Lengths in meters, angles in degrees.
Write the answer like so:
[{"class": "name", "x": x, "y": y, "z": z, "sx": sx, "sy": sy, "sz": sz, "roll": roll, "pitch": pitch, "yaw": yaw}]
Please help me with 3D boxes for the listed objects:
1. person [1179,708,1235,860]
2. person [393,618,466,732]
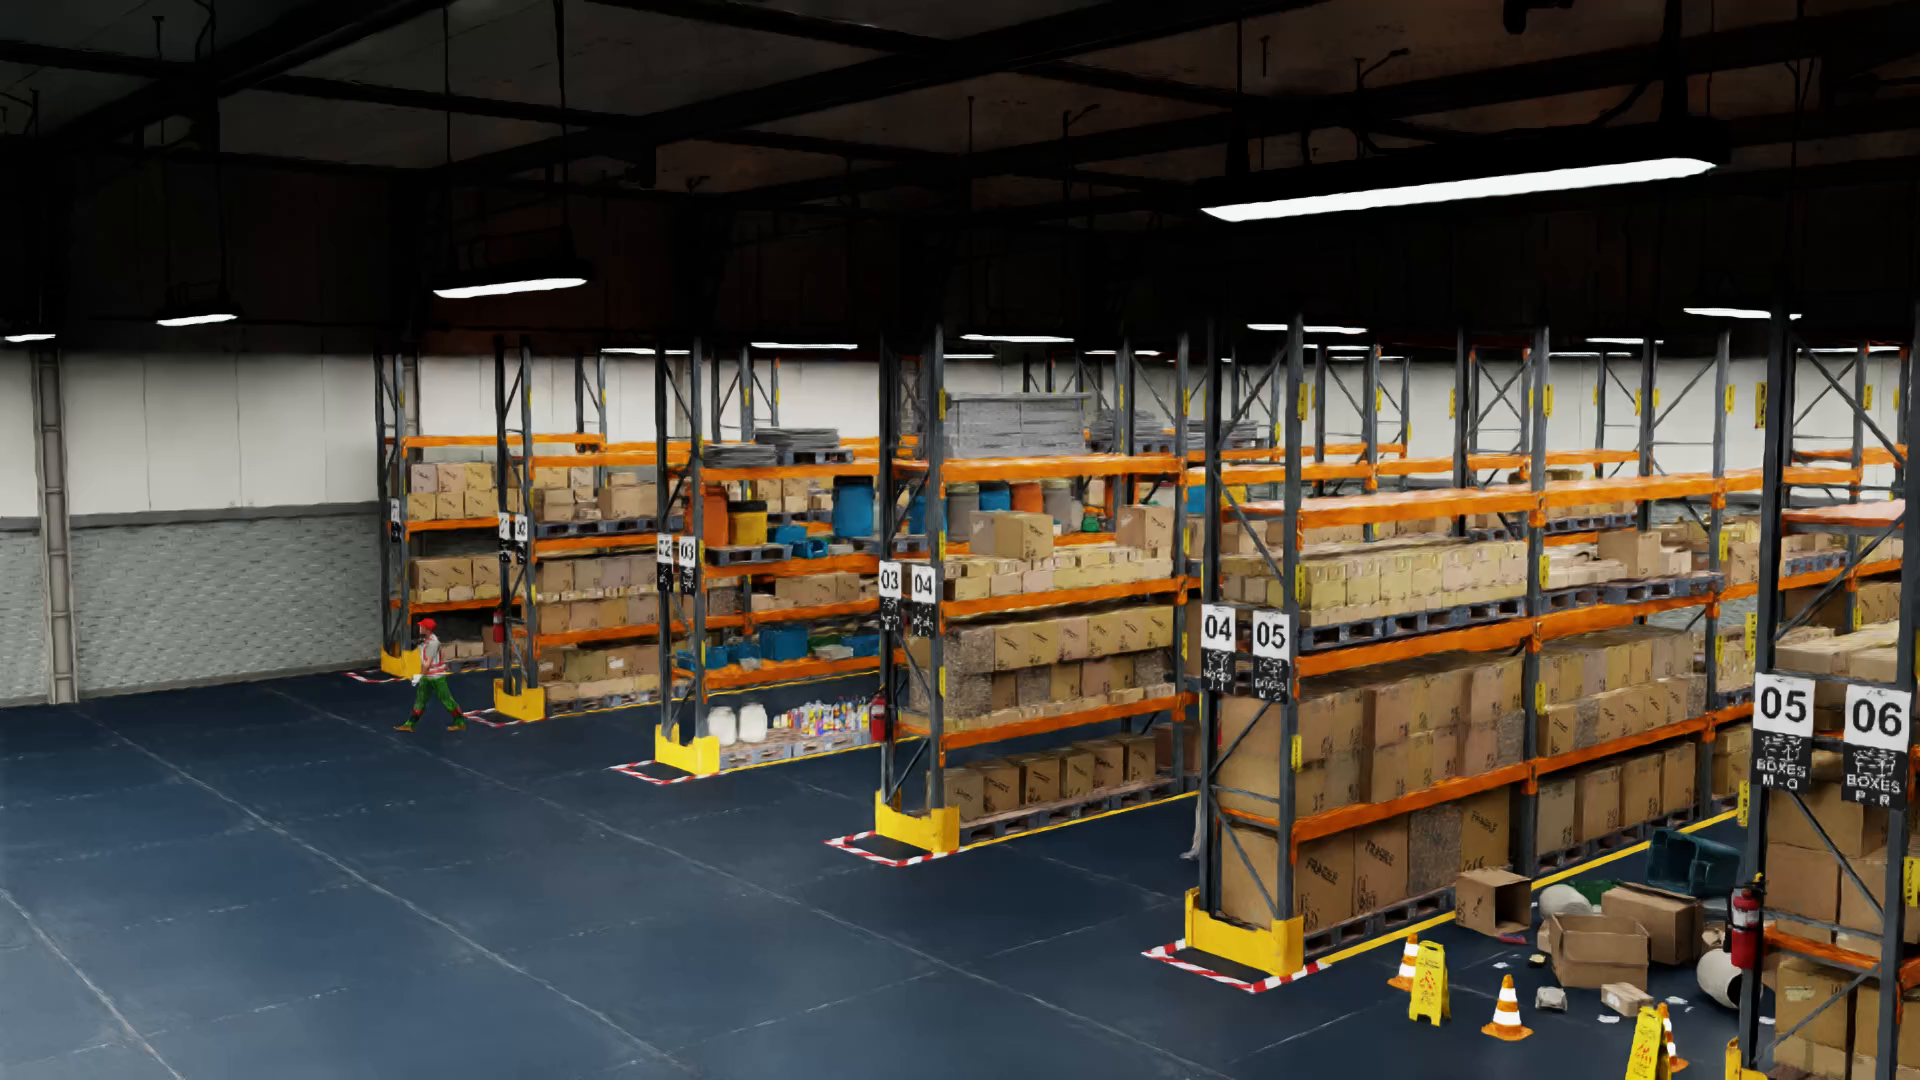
[{"class": "person", "x": 2.857, "y": 2.670, "z": 18.242, "sx": 1.030, "sy": 1.665, "sz": 0.557, "roll": -5, "pitch": 7, "yaw": -41}, {"class": "person", "x": -7.958, "y": 2.020, "z": 24.913, "sx": 1.022, "sy": 1.725, "sz": 0.535, "roll": -3, "pitch": 6, "yaw": -31}]
